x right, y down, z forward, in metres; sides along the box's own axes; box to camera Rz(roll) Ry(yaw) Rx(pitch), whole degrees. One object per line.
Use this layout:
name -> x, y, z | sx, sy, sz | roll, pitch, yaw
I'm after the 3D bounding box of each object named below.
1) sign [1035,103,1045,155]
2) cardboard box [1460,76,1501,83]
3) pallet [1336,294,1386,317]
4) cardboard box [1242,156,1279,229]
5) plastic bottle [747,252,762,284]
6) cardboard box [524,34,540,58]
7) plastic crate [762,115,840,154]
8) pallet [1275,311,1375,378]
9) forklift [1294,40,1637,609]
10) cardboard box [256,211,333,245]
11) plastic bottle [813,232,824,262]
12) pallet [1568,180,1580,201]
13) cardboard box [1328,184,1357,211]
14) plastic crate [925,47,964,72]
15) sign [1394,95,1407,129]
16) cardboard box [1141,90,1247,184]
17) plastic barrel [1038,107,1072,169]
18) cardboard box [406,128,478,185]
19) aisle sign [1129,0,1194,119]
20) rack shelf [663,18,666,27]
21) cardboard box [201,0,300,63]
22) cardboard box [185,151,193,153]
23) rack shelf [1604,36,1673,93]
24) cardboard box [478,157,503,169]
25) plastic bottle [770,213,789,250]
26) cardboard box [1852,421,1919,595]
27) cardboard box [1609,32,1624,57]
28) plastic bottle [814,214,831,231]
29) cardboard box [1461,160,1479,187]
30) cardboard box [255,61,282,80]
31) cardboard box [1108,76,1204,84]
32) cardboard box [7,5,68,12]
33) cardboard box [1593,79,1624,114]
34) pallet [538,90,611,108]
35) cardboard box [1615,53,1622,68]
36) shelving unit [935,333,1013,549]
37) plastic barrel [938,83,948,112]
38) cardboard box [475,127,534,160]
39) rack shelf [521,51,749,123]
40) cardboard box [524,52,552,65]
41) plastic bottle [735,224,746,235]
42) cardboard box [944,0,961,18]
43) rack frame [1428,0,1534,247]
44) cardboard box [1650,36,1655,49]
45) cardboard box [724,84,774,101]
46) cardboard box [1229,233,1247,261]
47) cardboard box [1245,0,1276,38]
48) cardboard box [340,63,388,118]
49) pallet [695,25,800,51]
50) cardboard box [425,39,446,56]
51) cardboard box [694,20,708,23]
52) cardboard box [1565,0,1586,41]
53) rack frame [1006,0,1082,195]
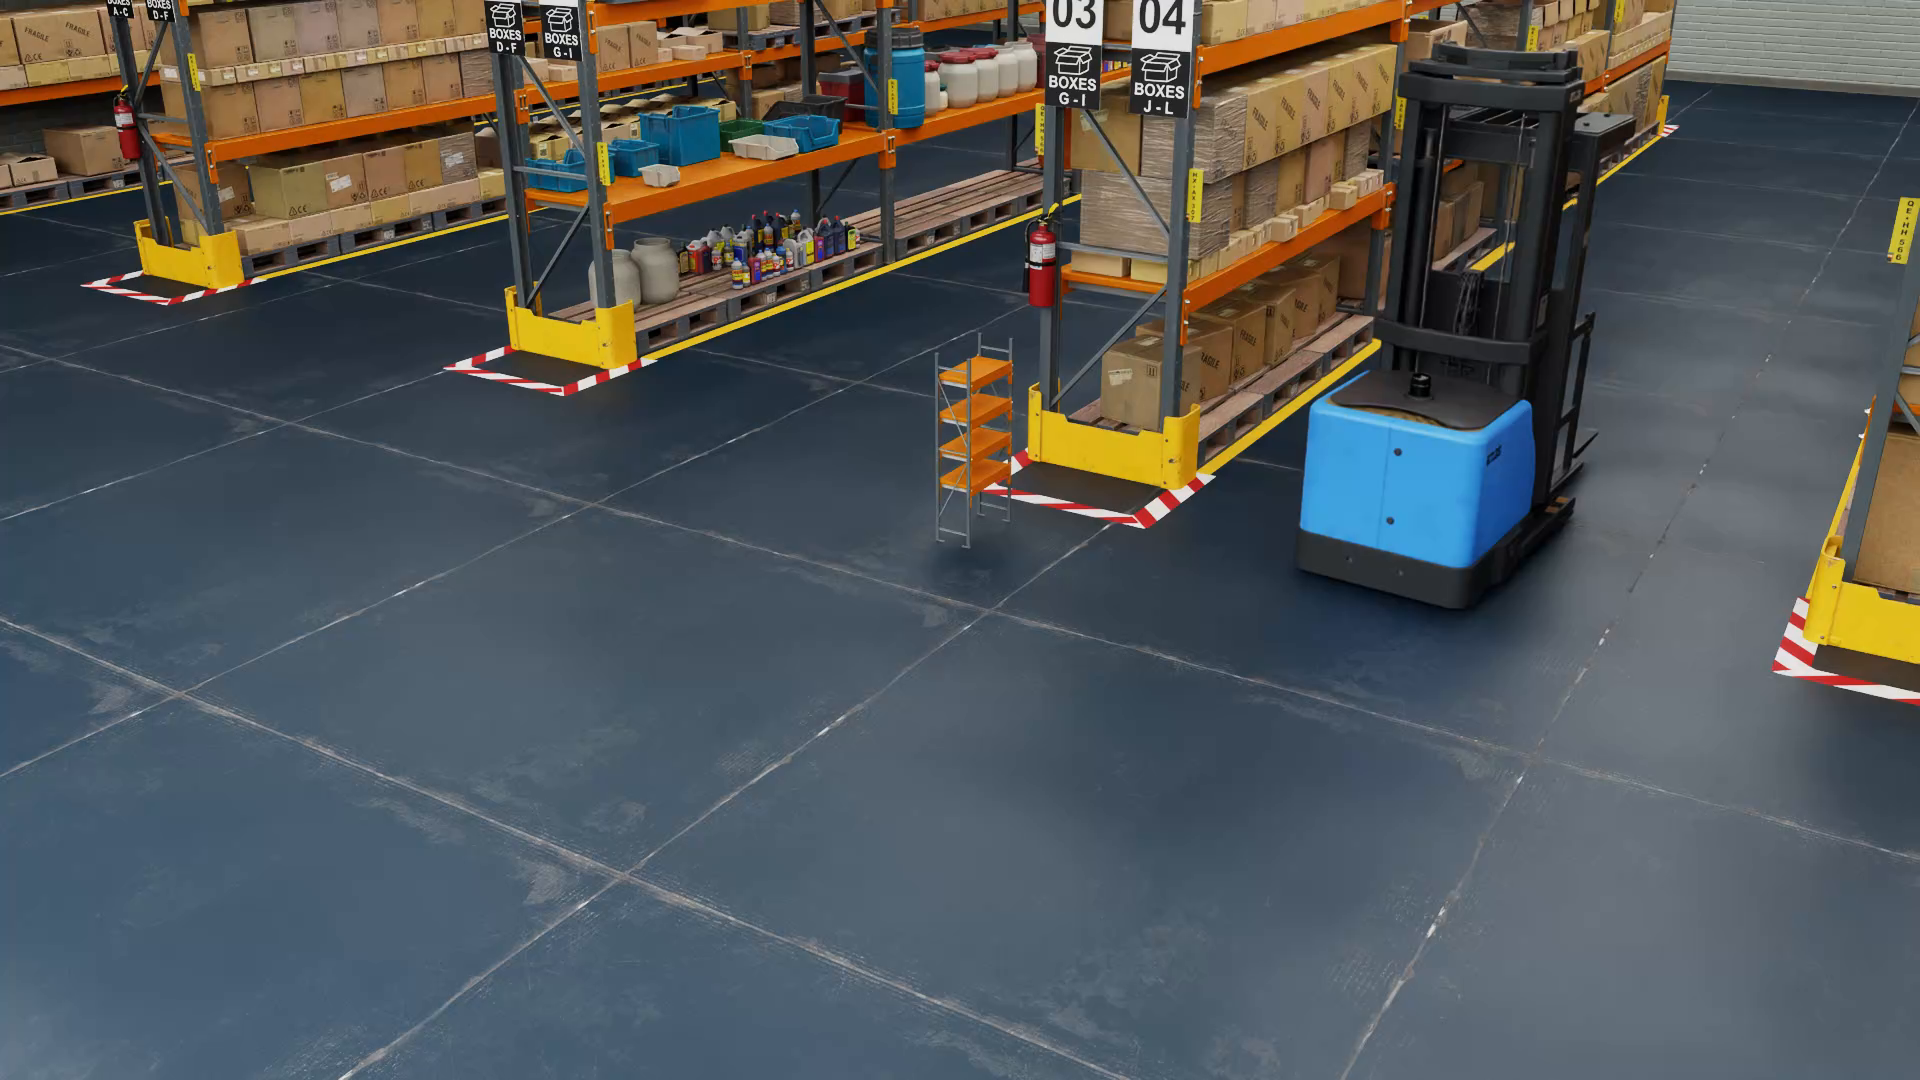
sign -> 0.533, -2.653, 10.748 | 0.100, 0.325, 0.005 | 14, 27, 29
cardboard box -> 4.753, -4.392, 15.966 | 0.700, 0.500, 0.500 | 19, 30, 37
pallet -> 3.513, -2.187, 15.037 | 1.003, 0.211, 1.213 | 14, 27, 29
cardboard box -> 1.769, -2.570, 11.910 | 0.875, 0.500, 0.500 | 14, 27, 29
plastic bottle -> -1.858, -2.466, 15.036 | 0.061, 0.283, 0.133 | 14, 27, 30
cardboard box -> -6.444, -7.389, 25.720 | 0.750, 0.750, 0.750 | 14, 27, 29
plastic crate -> -1.457, -3.743, 15.308 | 0.499, 0.251, 0.616 | 14, 27, 29
pallet -> 2.779, -1.690, 13.888 | 1.003, 0.211, 1.213 | 14, 27, 29
forklift -> 3.229, -1.491, 10.006 | 1.130, 2.935, 3.031 | 16, 28, 33
cardboard box -> -6.688, -3.166, 16.719 | 0.500, 0.250, 0.500 | 14, 27, 29
plastic bottle -> -1.351, -2.791, 15.786 | 0.061, 0.283, 0.133 | 16, 28, 32
pallet -> 6.981, -4.348, 20.028 | 1.003, 0.211, 1.213 | 14, 27, 29
cardboard box -> 2.880, -2.692, 13.010 | 0.380, 0.149, 0.250 | 14, 27, 29
plastic crate -> -0.107, -5.140, 18.267 | 0.402, 0.464, 0.583 | 14, 27, 29
sign -> 3.569, -3.490, 13.446 | 0.100, 0.325, 0.005 | 14, 27, 29
cardboard box -> 1.515, -2.623, 10.776 | 0.500, 0.500, 0.500 | 14, 27, 29
plastic barrel -> 1.249, -4.957, 20.128 | 0.600, 0.830, 0.708 | 14, 27, 29
cardboard box -> -5.643, -4.187, 18.136 | 0.500, 0.500, 0.500 | 14, 27, 29
aisle sign -> 1.216, -2.963, 10.046 | 0.394, 0.787, 0.004 | 14, 27, 29
rack shelf -> -4.246, -9.363, 29.008 | 1.077, 0.370, 4.000 | 14, 27, 29
cardboard box -> -6.863, -4.924, 16.089 | 0.700, 0.500, 0.500 | 13, 27, 28
cardboard box -> -9.778, -5.033, 21.112 | 0.380, 0.166, 0.250 | 10, 25, 22
rack shelf -> 8.378, -6.249, 21.814 | 1.077, 0.370, 4.000 | 14, 27, 29
cardboard box -> -5.338, -4.413, 19.600 | 0.500, 0.250, 0.500 | 14, 27, 28
plastic bottle -> -1.760, -3.012, 16.213 | 0.144, 0.351, 0.185 | 14, 27, 29
cardboard box -> 5.456, -0.241, 9.176 | 0.875, 0.875, 0.875 | 14, 27, 29
cardboard box -> 7.794, -6.075, 20.322 | 0.500, 0.250, 0.500 | 13, 27, 28
plastic bottle -> -1.322, -2.980, 16.140 | 0.144, 0.351, 0.185 | 14, 27, 29
cardboard box -> 4.886, -3.720, 16.717 | 0.500, 0.250, 0.500 | 15, 28, 31
cardboard box -> -6.761, -4.535, 16.009 | 0.380, 0.149, 0.250 | 14, 27, 29
cardboard box -> 1.333, -2.902, 11.420 | 0.500, 0.500, 0.500 | 14, 27, 29
cardboard box -> -10.754, -5.969, 19.482 | 0.500, 0.500, 0.500 | 14, 27, 30
cardboard box -> 7.740, -5.327, 20.927 | 0.875, 0.875, 0.875 | 14, 27, 29
pallet -> -6.287, -7.049, 26.266 | 1.003, 0.211, 1.213 | 14, 27, 29
cardboard box -> 7.901, -5.907, 20.436 | 0.380, 0.149, 0.250 | 13, 27, 27
shelving unit -> 0.087, -0.606, 10.141 | 0.258, 1.200, 0.503 | 14, 27, 29
plastic barrel -> -0.276, -4.593, 17.258 | 0.301, 0.262, 0.301 | 0, 23, 0
cardboard box -> -5.340, -4.666, 19.479 | 0.500, 0.311, 0.500 | 14, 27, 29
rack shelf -> -4.255, -5.626, 20.375 | 1.077, 0.370, 4.000 | 14, 27, 29
cardboard box -> -5.003, -5.555, 19.474 | 0.396, 0.266, 0.258 | 13, 27, 28
plastic bottle -> -2.105, -2.901, 16.041 | 0.061, 0.283, 0.133 | 15, 28, 31
cardboard box -> -0.323, -8.315, 25.557 | 0.500, 0.500, 0.500 | 14, 27, 30
rack frame -> 5.214, -4.554, 16.993 | 1.000, 3.000, 0.127 | 14, 27, 29
cardboard box -> 8.988, -6.604, 22.046 | 0.380, 0.149, 0.250 | 13, 27, 28
cardboard box -> -2.907, -6.051, 23.044 | 0.500, 0.500, 0.500 | 15, 28, 31
cardboard box -> 1.754, -2.035, 11.491 | 0.380, 0.149, 0.250 | 14, 27, 29
cardboard box -> 1.734, -3.445, 10.846 | 0.500, 0.250, 0.500 | 13, 27, 28
cardboard box -> -6.349, -4.655, 17.101 | 0.700, 0.500, 0.500 | 15, 27, 31
pallet -> -2.903, -6.786, 22.392 | 1.213, 0.211, 1.003 | 14, 27, 29
cardboard box -> -5.678, -5.227, 17.606 | 0.380, 0.149, 0.250 | 14, 27, 29
cardboard box -> -4.516, -8.937, 28.920 | 0.380, 0.149, 0.250 | 14, 27, 29
cardboard box -> 6.622, -5.964, 18.861 | 0.797, 0.503, 0.637 | 14, 27, 30
rack frame -> 1.006, -5.592, 19.391 | 1.000, 3.000, 0.127 | 14, 27, 29
